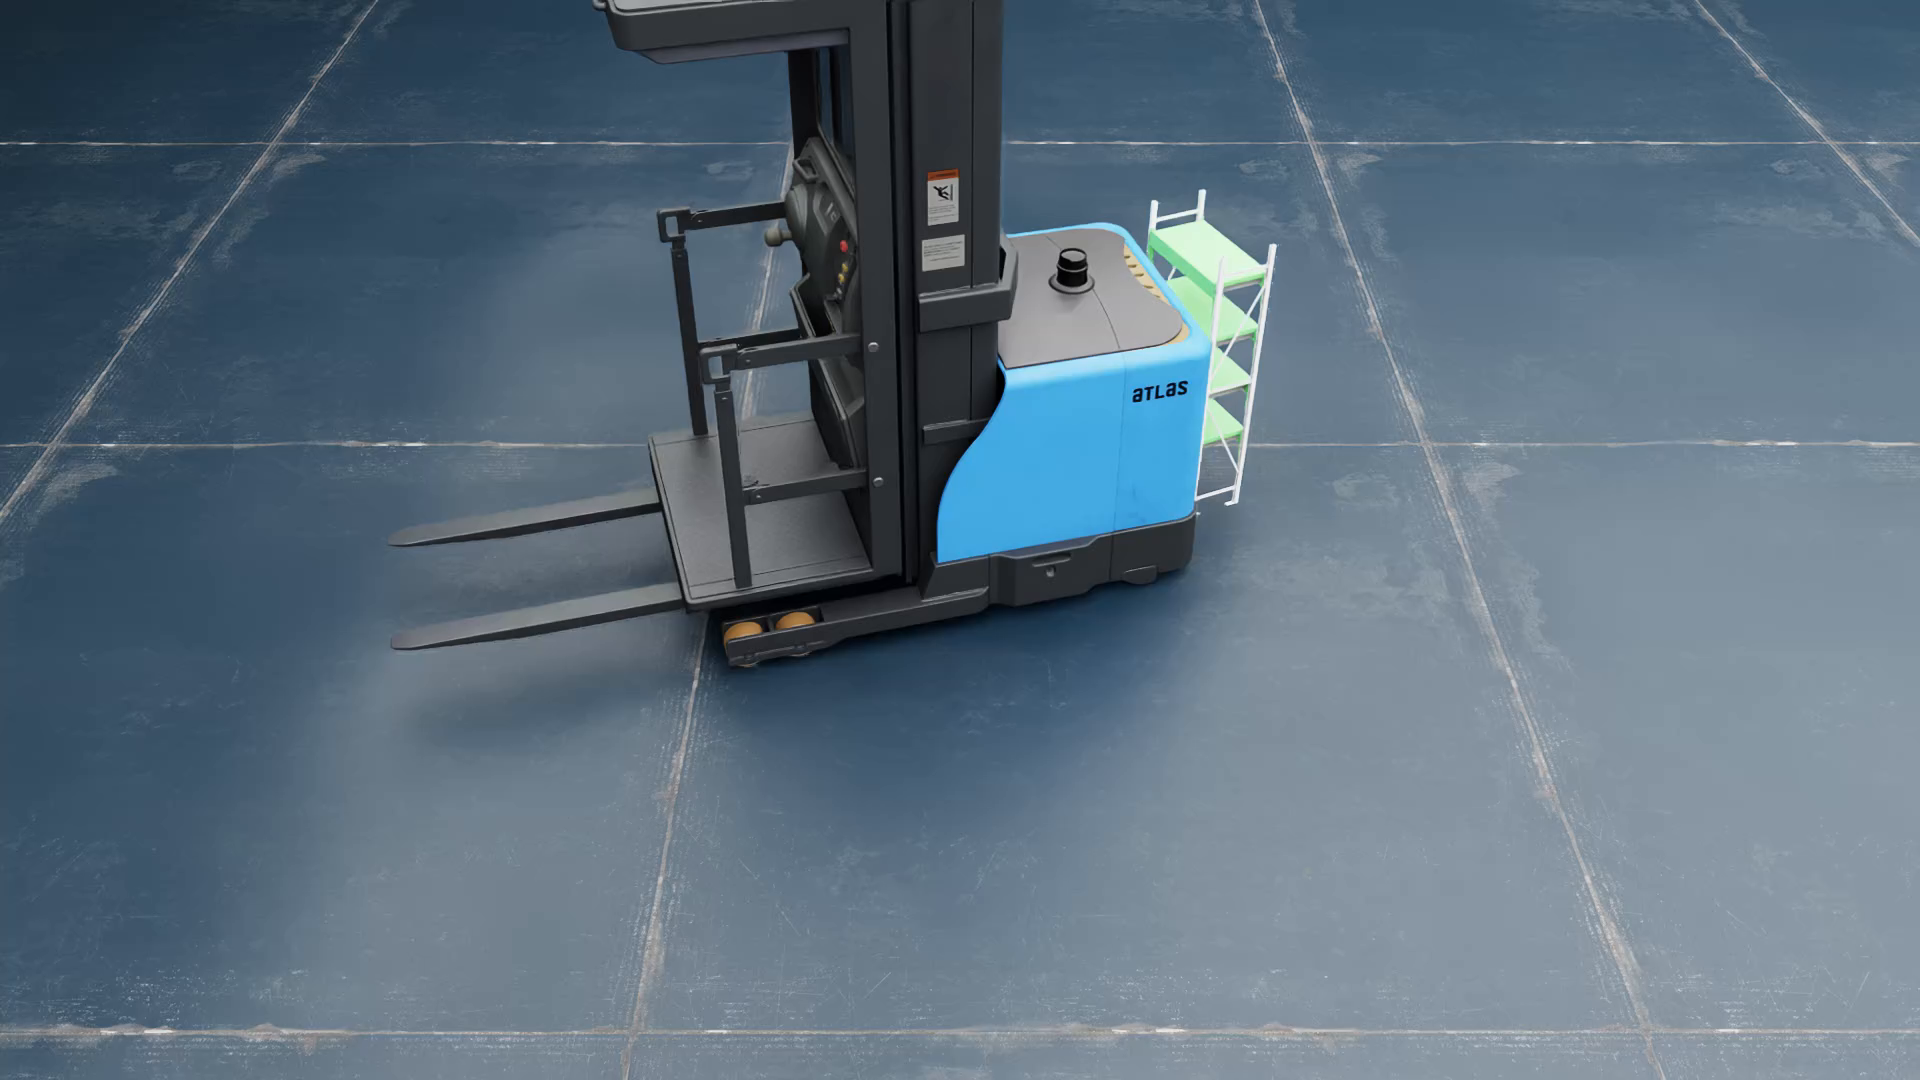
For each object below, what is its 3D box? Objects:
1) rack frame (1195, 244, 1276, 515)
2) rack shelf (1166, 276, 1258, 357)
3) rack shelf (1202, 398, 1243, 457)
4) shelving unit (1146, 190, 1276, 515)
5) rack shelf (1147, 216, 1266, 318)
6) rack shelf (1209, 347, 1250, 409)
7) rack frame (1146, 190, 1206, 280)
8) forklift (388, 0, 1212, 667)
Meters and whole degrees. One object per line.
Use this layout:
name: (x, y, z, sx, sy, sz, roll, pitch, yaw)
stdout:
rack frame: (1.059, -0.599, 6.534, 0.240, 1.200, 0.015, -16, 41, -21)
rack shelf: (0.955, -0.875, 6.597, 0.258, 0.148, 0.480, -16, 41, -21)
rack shelf: (0.948, -0.498, 6.894, 0.258, 0.148, 0.480, -16, 41, -21)
shelving unit: (0.953, -0.737, 6.706, 0.258, 1.200, 0.503, -16, 41, -21)
rack shelf: (0.959, -1.063, 6.448, 0.258, 0.148, 0.480, -16, 41, -21)
rack shelf: (0.952, -0.686, 6.745, 0.258, 0.148, 0.480, -16, 41, -21)
rack frame: (0.846, -0.874, 6.877, 0.240, 1.200, 0.015, -16, 41, -21)
forklift: (-0.658, -1.045, 5.710, 3.031, 2.935, 1.130, -10, 40, -12)
